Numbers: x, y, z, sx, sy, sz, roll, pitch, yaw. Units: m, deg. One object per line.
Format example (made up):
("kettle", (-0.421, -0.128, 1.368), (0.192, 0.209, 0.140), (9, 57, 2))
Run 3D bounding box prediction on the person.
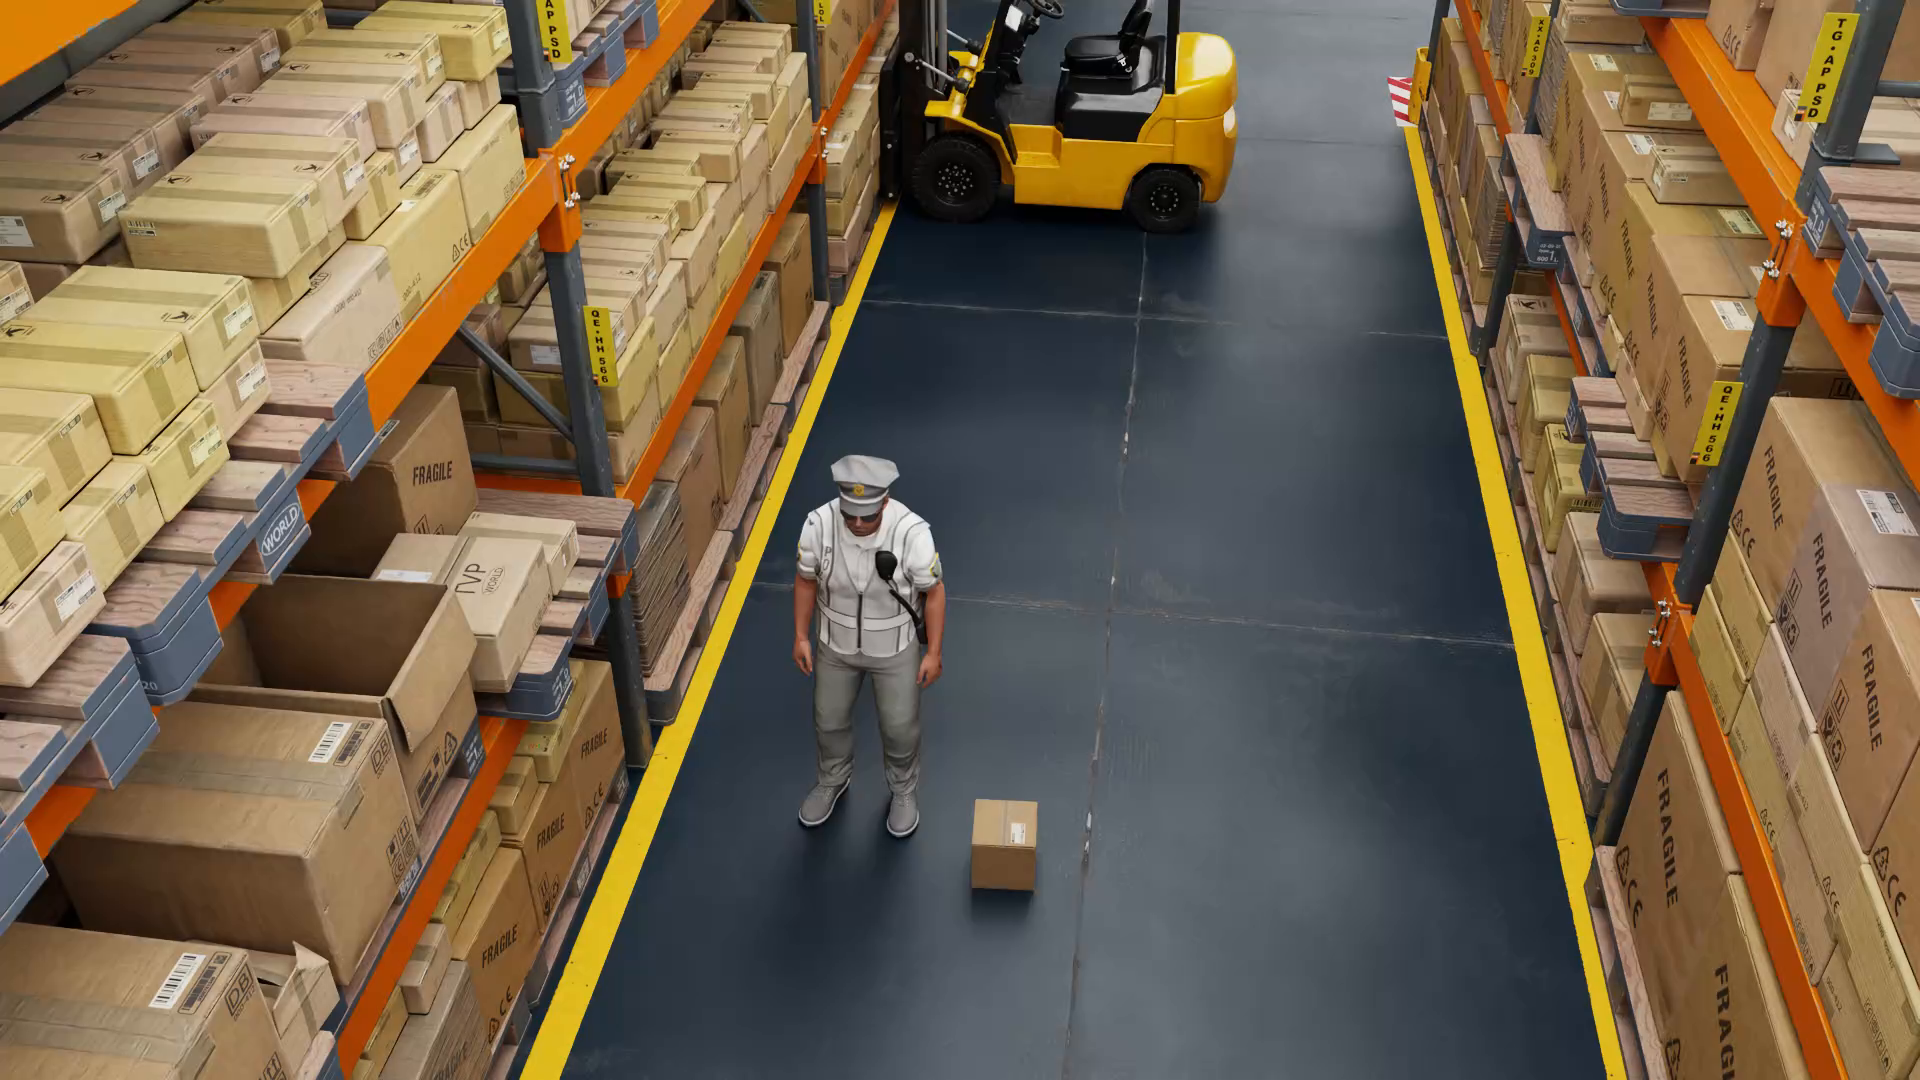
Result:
("person", (-0.409, 0.414, 6.461), (0.500, 1.748, 0.331), (6, 36, 8))
